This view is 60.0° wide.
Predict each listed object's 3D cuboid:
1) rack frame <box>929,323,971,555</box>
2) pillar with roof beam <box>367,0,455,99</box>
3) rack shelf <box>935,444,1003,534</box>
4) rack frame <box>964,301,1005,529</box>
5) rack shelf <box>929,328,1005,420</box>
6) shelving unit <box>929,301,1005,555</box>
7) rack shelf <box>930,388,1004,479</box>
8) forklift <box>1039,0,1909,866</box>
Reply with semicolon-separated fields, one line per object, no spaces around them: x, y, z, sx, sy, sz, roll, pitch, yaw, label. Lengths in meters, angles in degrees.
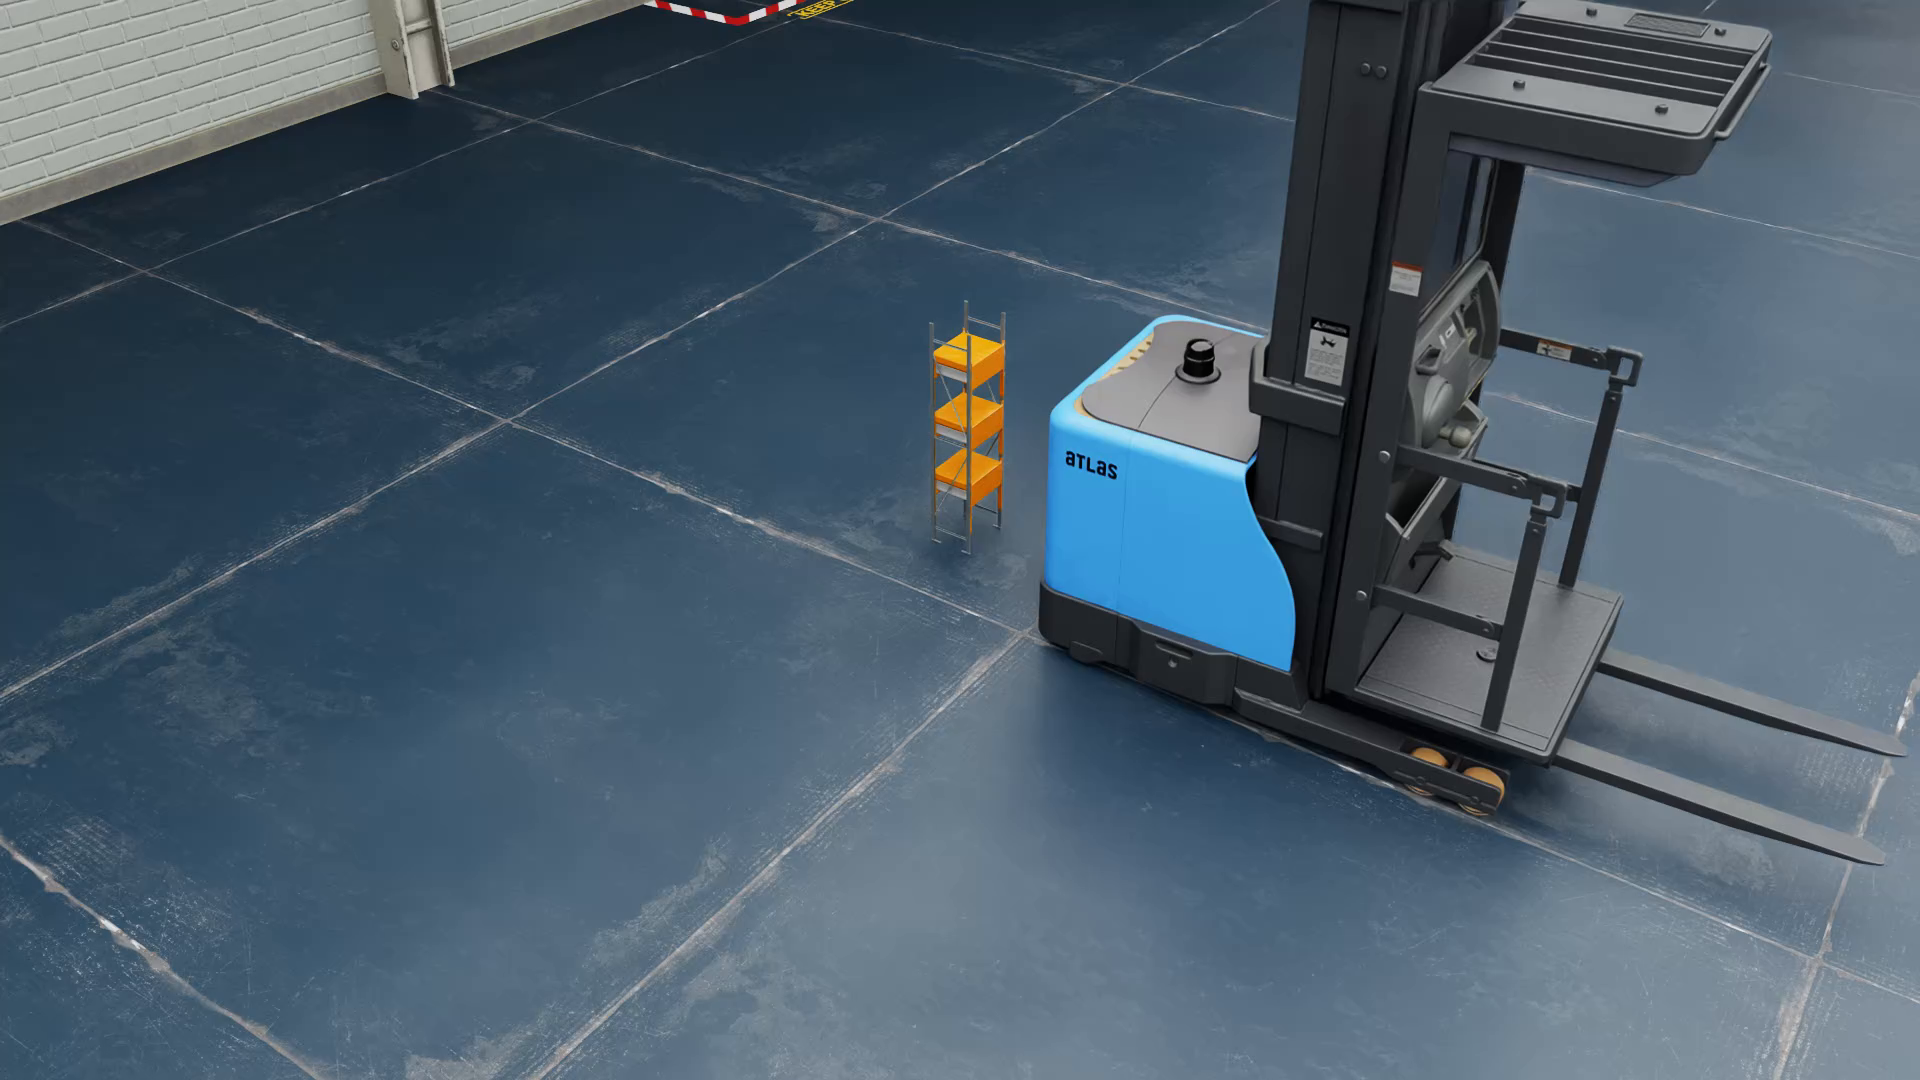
-0.039;-0.403;6.909;0.200;1.050;0.008;21;39;28;rack frame
-0.399;-5.650;7.572;9.100;9.000;0.400;21;39;28;pillar with roof beam
0.031;-0.221;7.154;0.215;0.259;0.240;21;39;28;rack shelf
0.100;-0.516;7.075;0.200;1.050;0.008;21;39;28;rack frame
0.031;-0.686;6.839;0.215;0.259;0.240;21;39;28;rack shelf
0.031;-0.460;6.992;0.215;1.050;0.252;21;39;28;shelving unit
0.031;-0.451;6.998;0.215;0.259;0.240;21;39;28;rack shelf
1.837;-0.592;5.509;3.031;2.935;1.130;19;38;26;forklift
